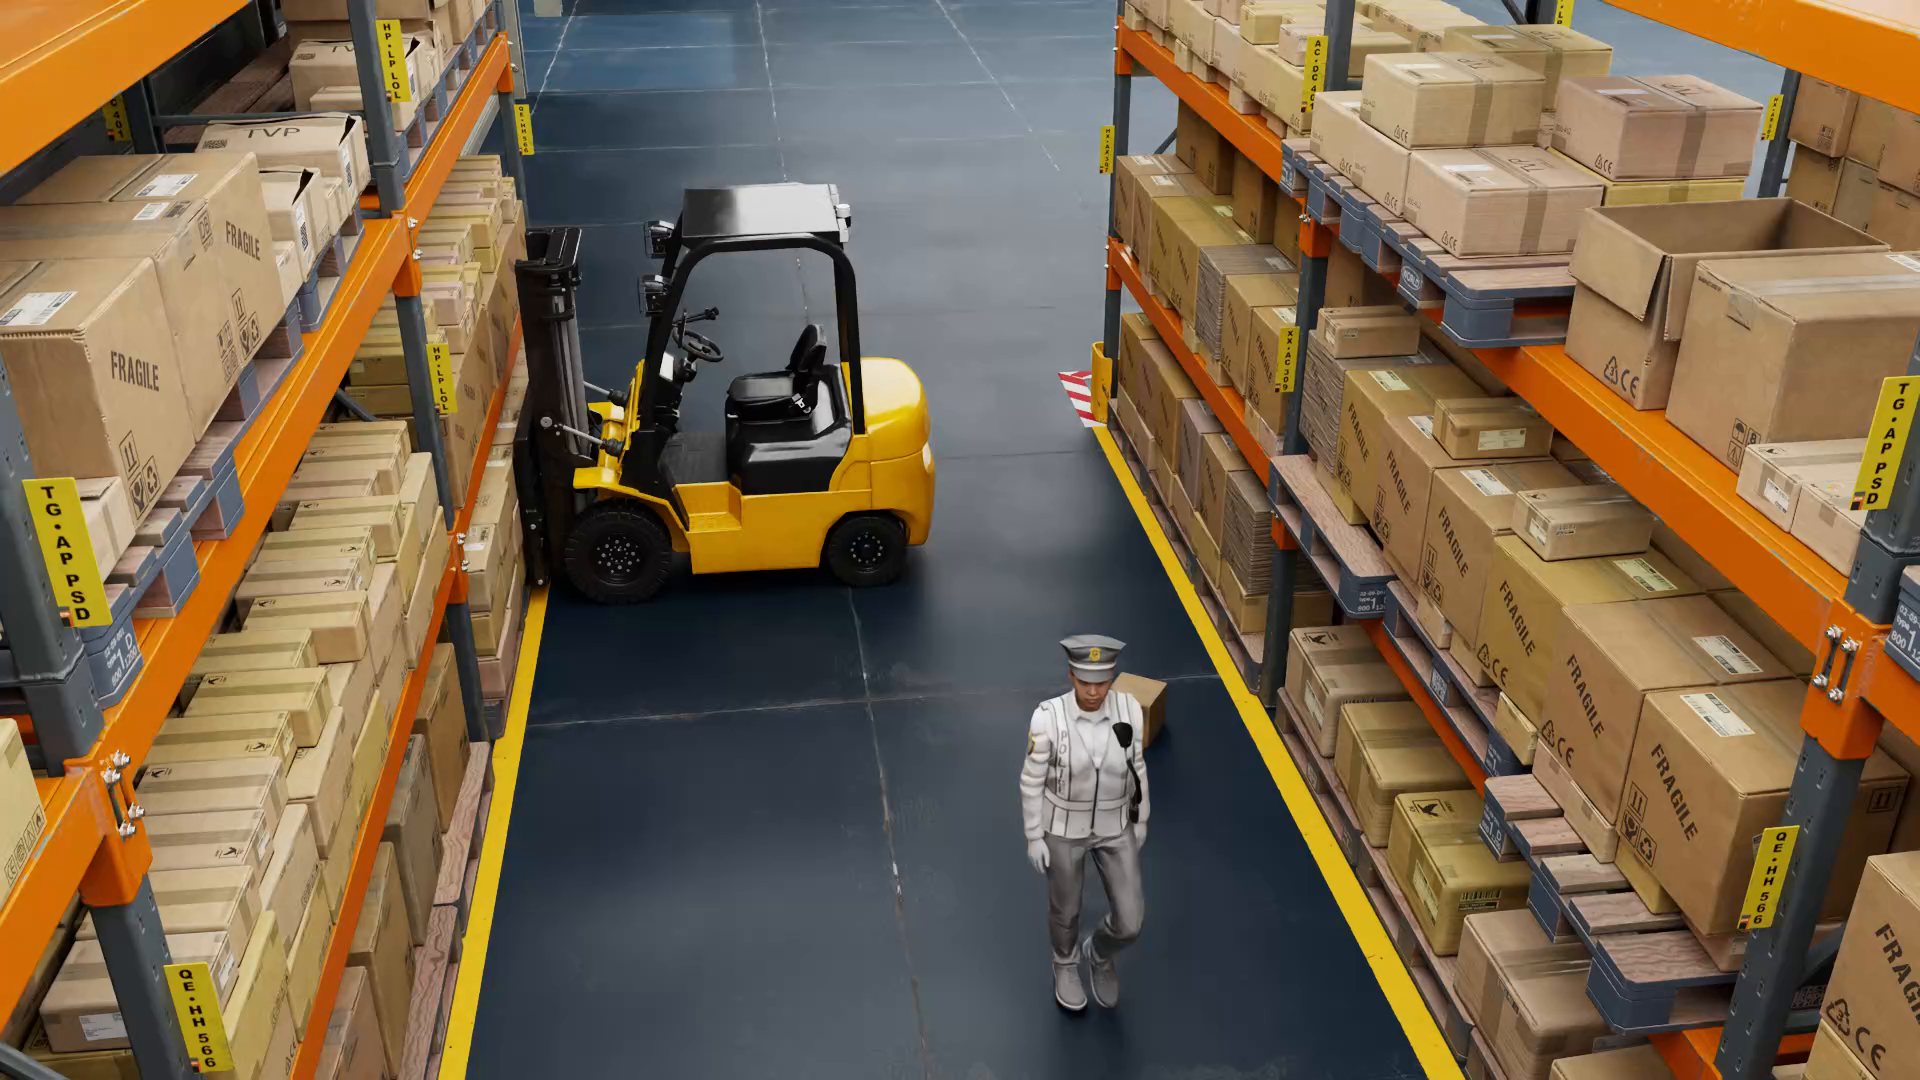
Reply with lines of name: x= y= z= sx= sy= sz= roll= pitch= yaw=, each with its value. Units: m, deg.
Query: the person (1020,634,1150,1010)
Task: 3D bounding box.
person: x=0.490 y=1.133 z=6.366 sx=0.516 sy=1.712 sz=0.430 roll=-3 pitch=27 yaw=-6
